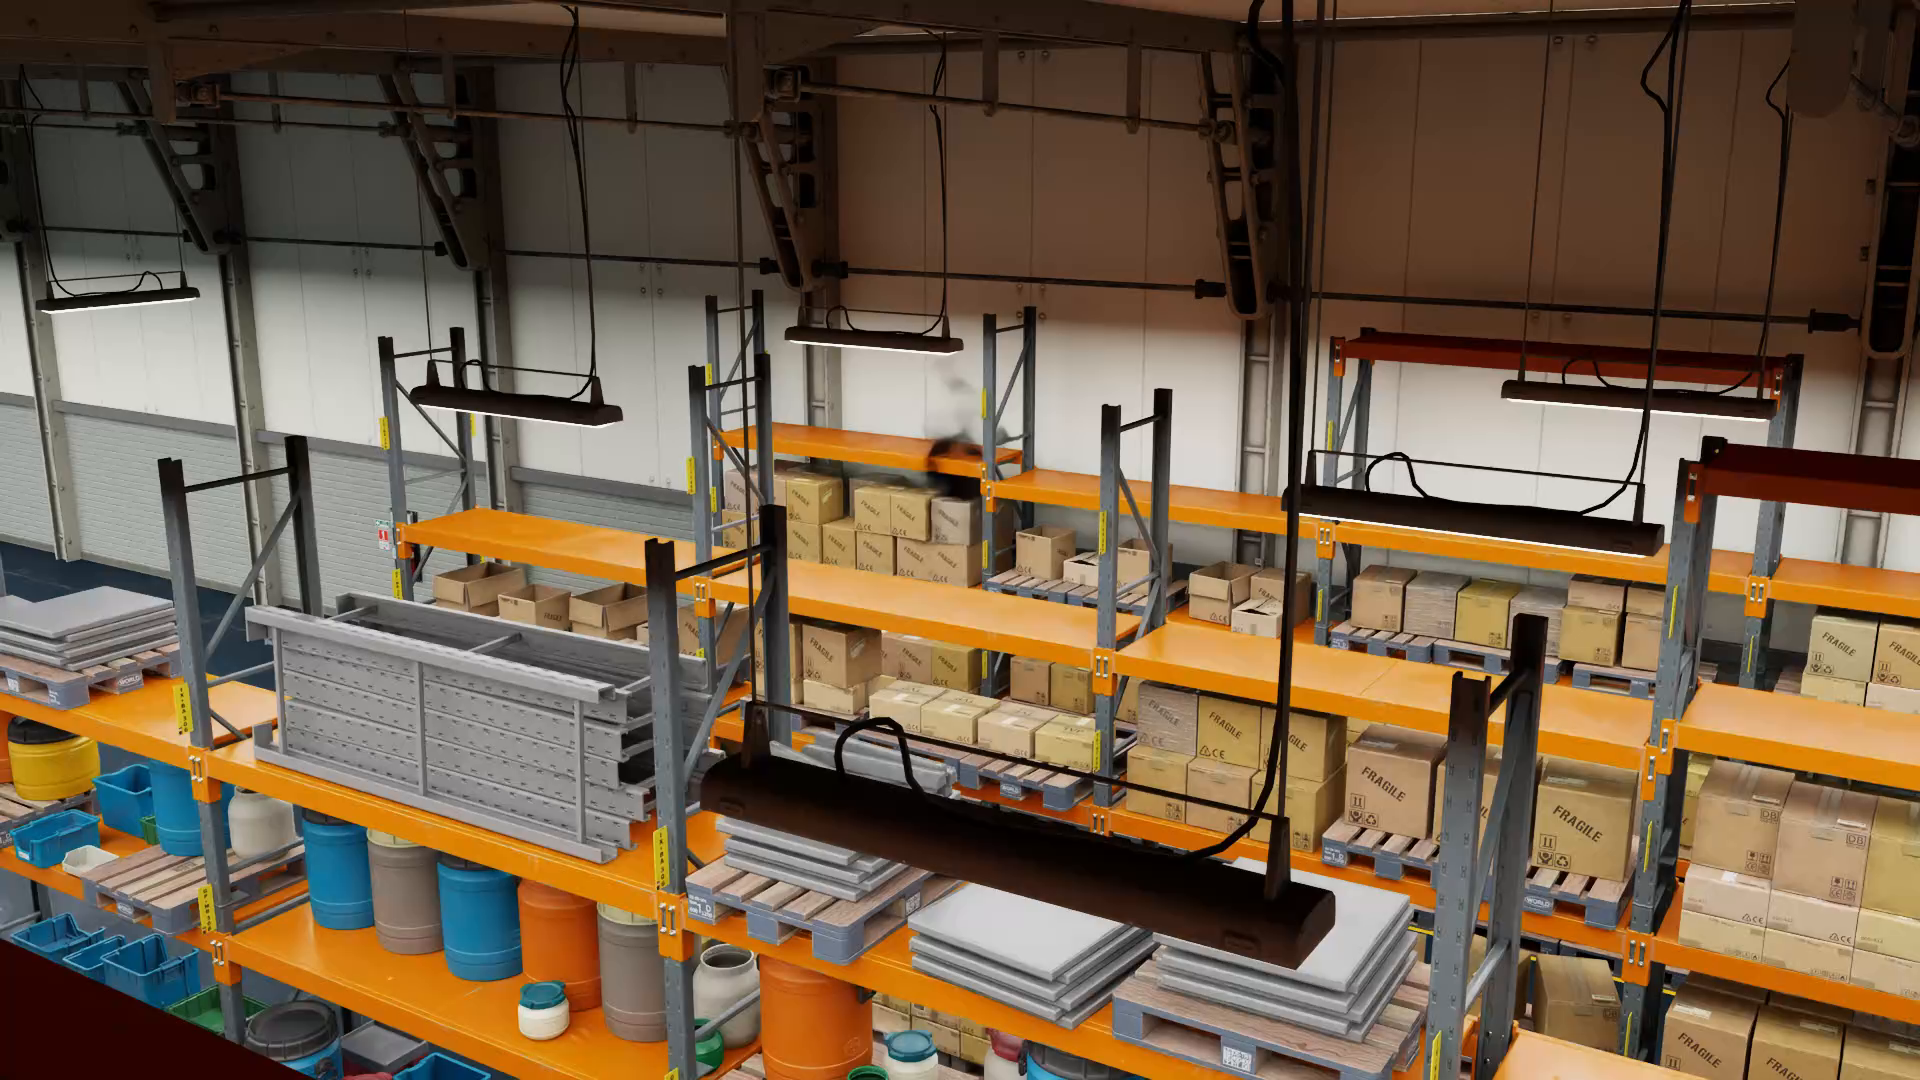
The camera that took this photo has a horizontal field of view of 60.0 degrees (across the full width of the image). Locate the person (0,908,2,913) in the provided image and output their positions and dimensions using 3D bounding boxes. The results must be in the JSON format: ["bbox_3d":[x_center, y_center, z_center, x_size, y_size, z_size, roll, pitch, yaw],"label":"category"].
[{"bbox_3d":[-10.056,3.228,16.607,0.704,1.728,0.663,-8,16,-30],"label":"person"}]
